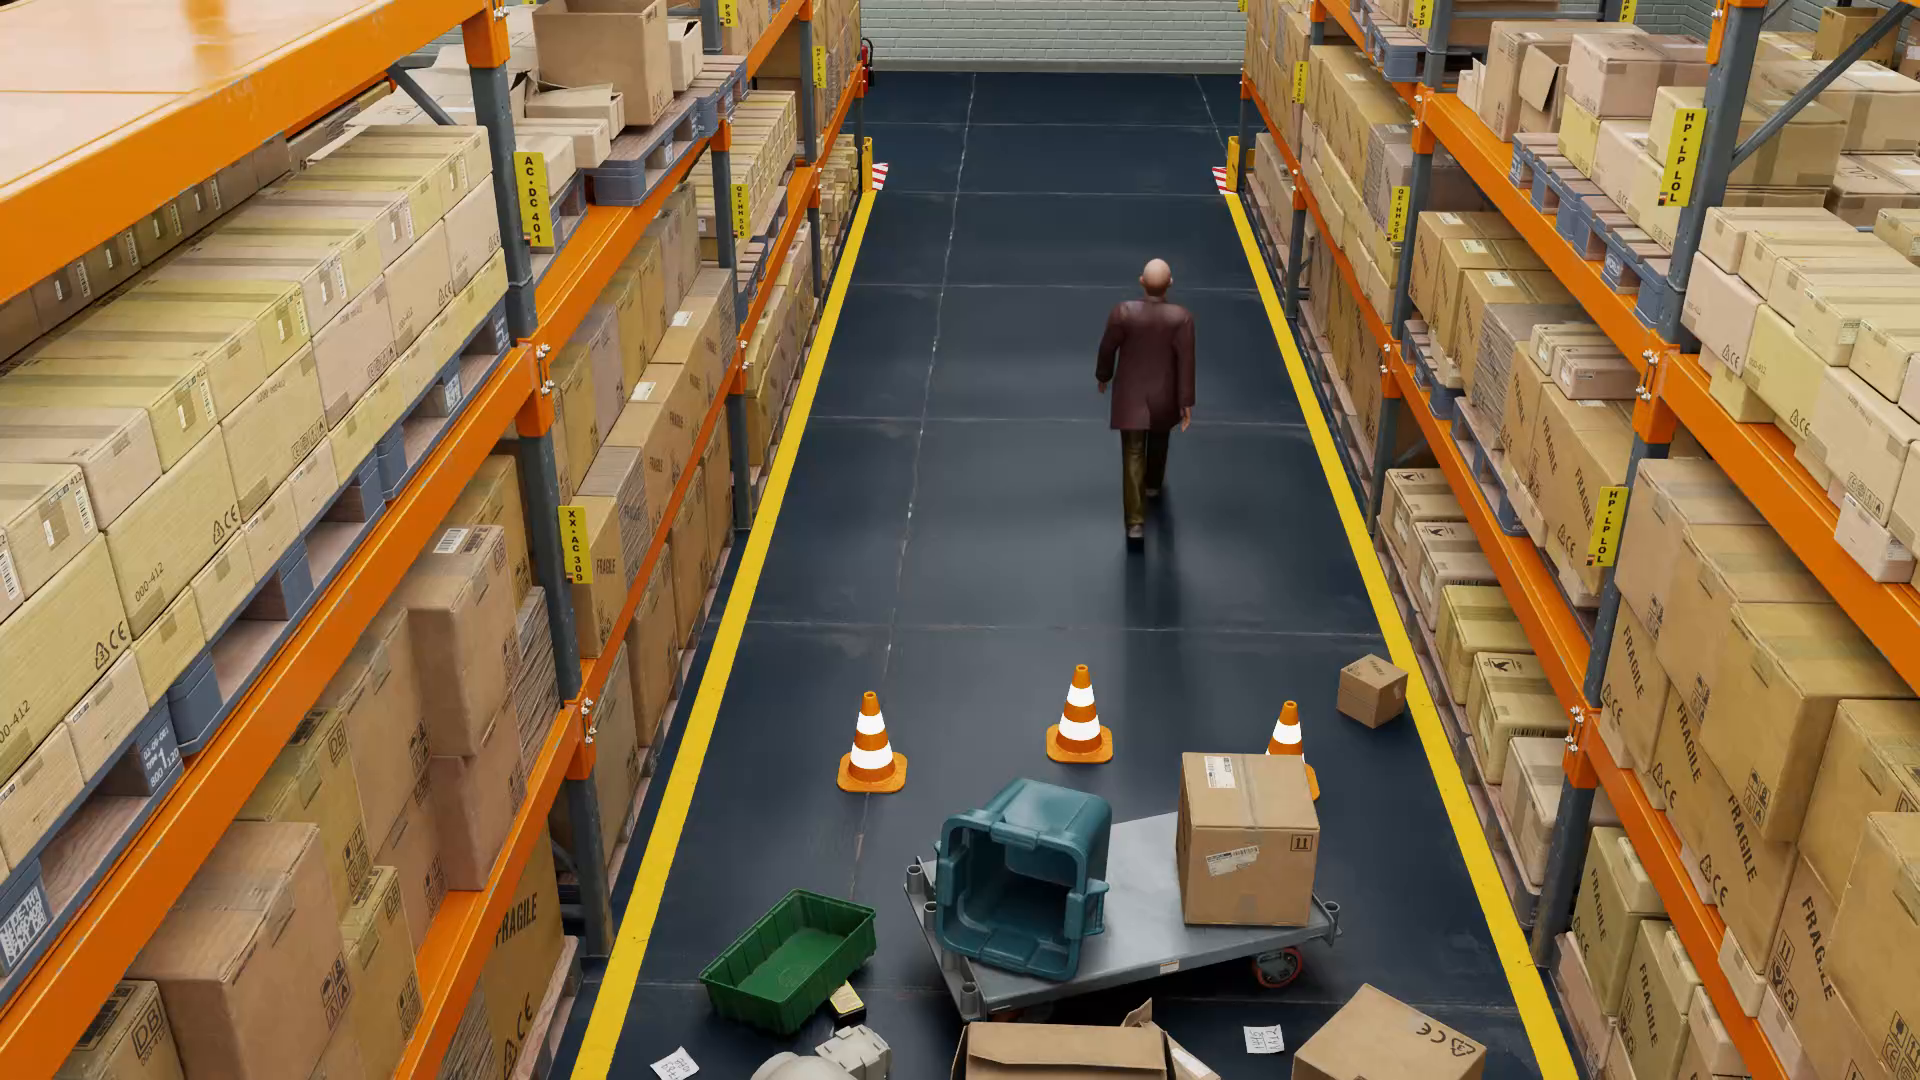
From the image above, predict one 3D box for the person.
[{"bbox_3d":[1.159,-0.957,10.464,0.617,1.726,1.124,1,28,3],"label":"person"}]
